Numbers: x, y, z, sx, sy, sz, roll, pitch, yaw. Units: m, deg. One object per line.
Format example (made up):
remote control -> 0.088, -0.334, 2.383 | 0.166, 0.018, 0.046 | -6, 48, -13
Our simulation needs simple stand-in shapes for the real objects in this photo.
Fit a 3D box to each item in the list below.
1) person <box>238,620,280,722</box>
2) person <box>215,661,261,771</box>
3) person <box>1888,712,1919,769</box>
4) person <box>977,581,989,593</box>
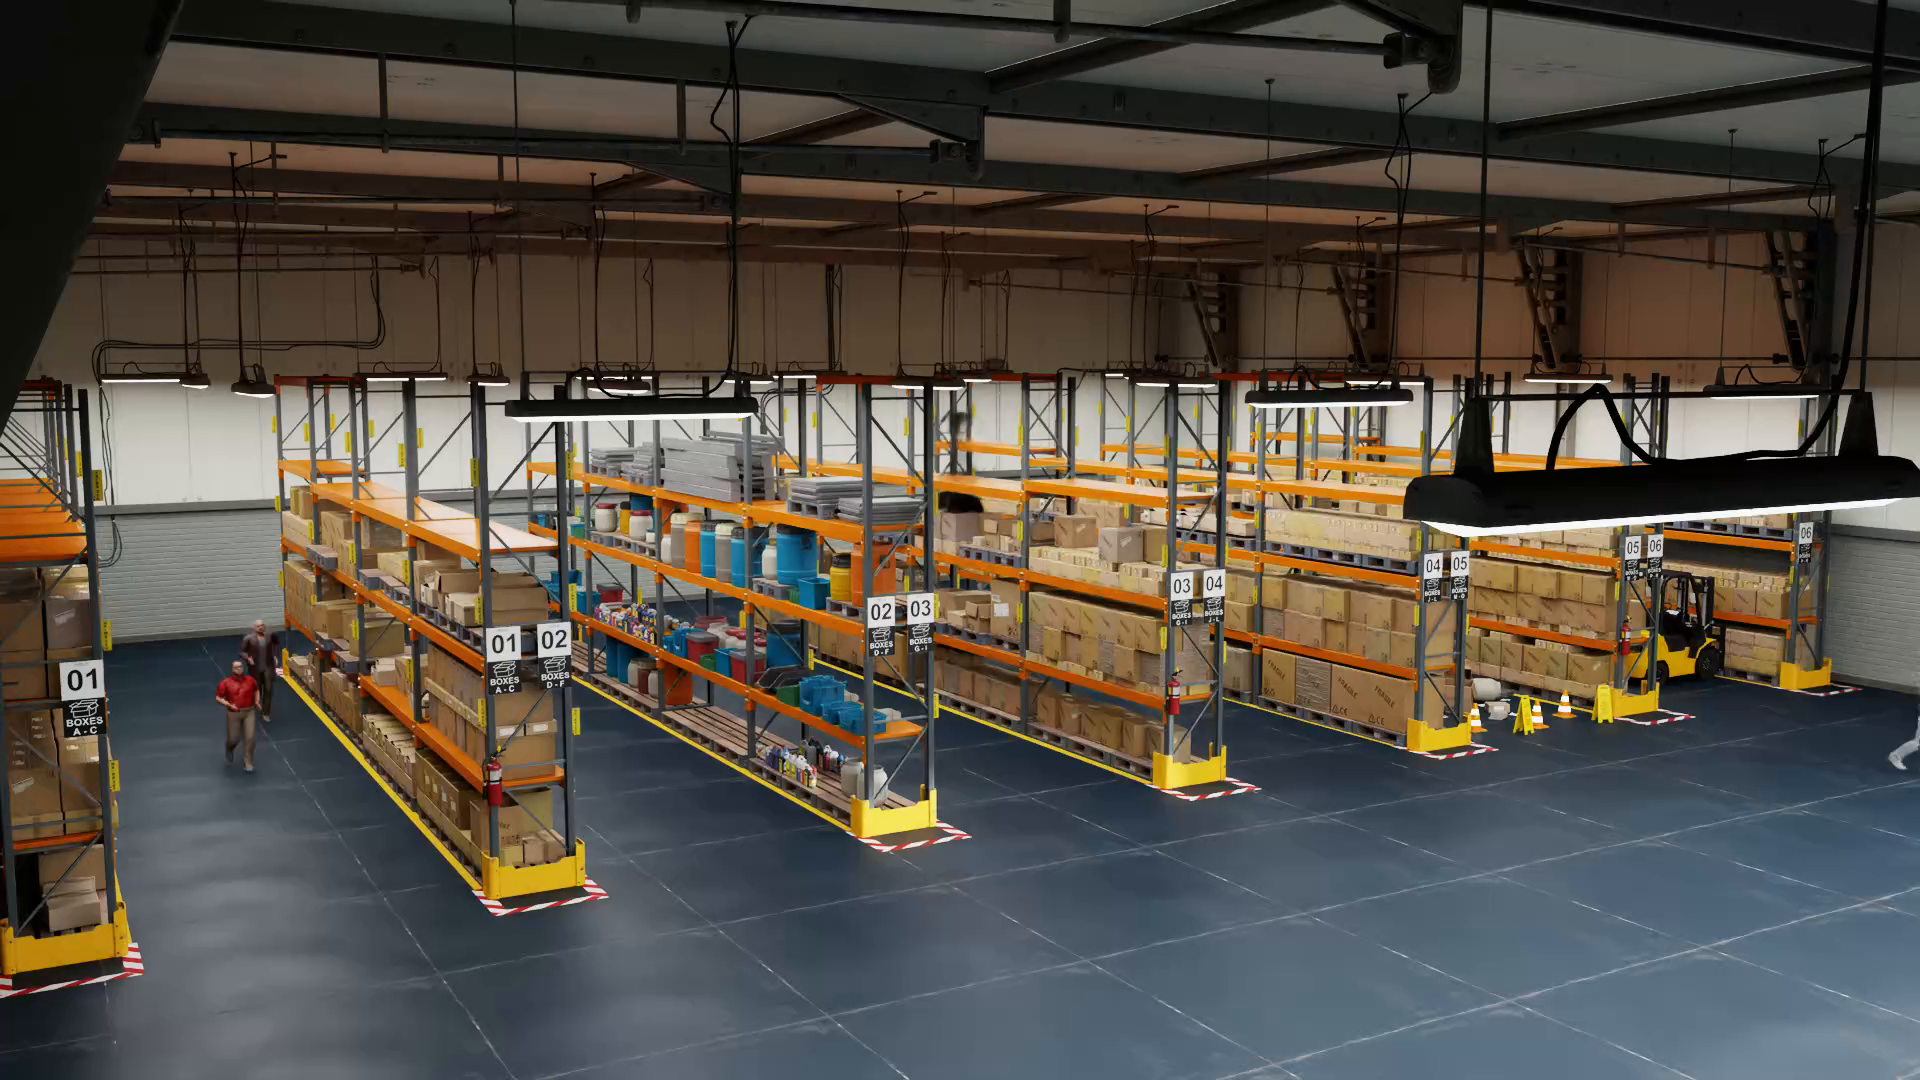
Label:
person -> -12.312, 2.279, 29.285 | 0.718, 1.788, 0.917 | -4, 7, -33
person -> -11.094, 2.690, 25.629 | 0.674, 1.682, 0.782 | -5, 8, -37
person -> 14.706, 2.763, 25.220 | 1.043, 1.733, 0.701 | 4, 8, 34
person -> 0.616, 0.934, 42.078 | 0.732, 1.619, 0.651 | 4, 8, 34
